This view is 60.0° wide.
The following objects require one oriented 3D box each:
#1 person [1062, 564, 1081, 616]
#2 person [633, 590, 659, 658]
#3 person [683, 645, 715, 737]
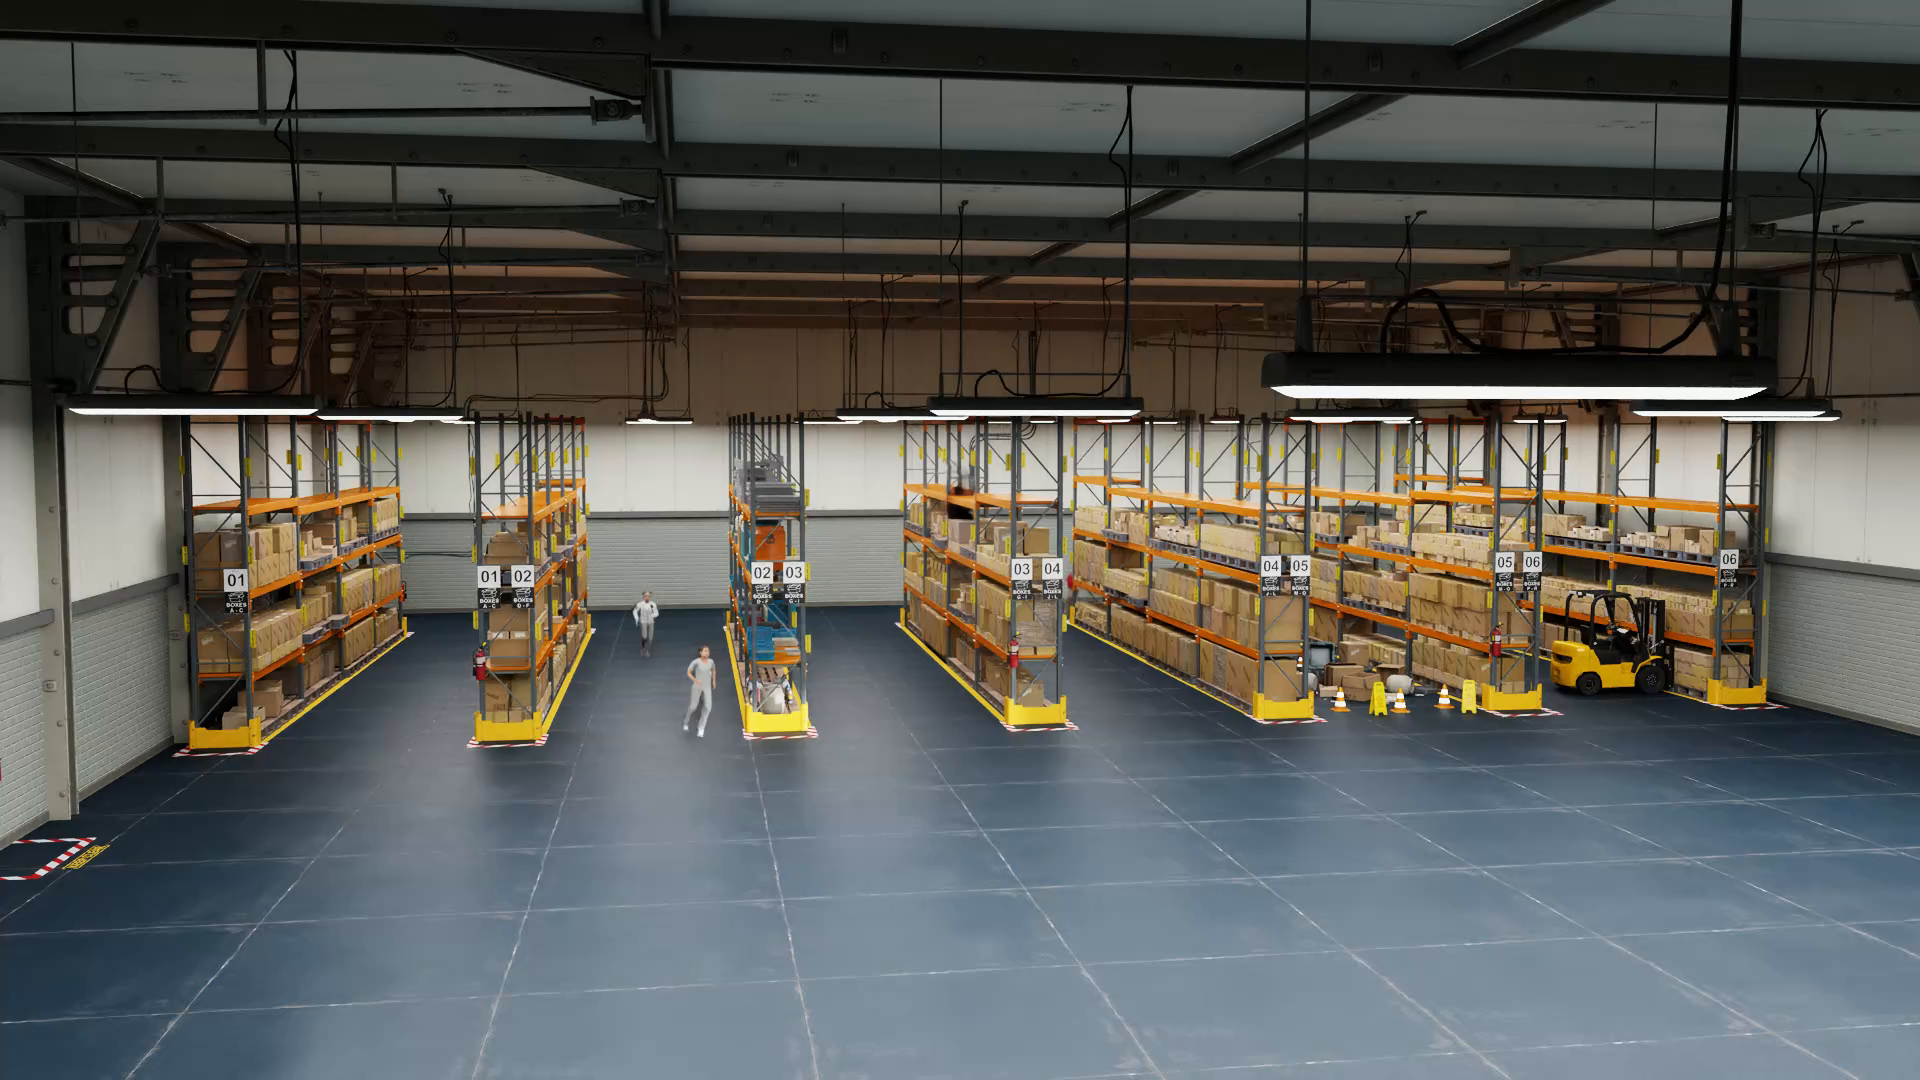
[{"bbox_3d":[3.351,1.508,49.844,0.876,1.681,0.679,0,4,2],"label":"person"},{"bbox_3d":[-7.746,2.081,41.134,0.586,1.660,0.641,-1,4,-20],"label":"person"},{"bbox_3d":[-4.821,2.794,31.052,0.640,1.681,0.695,-2,4,-28],"label":"person"}]
